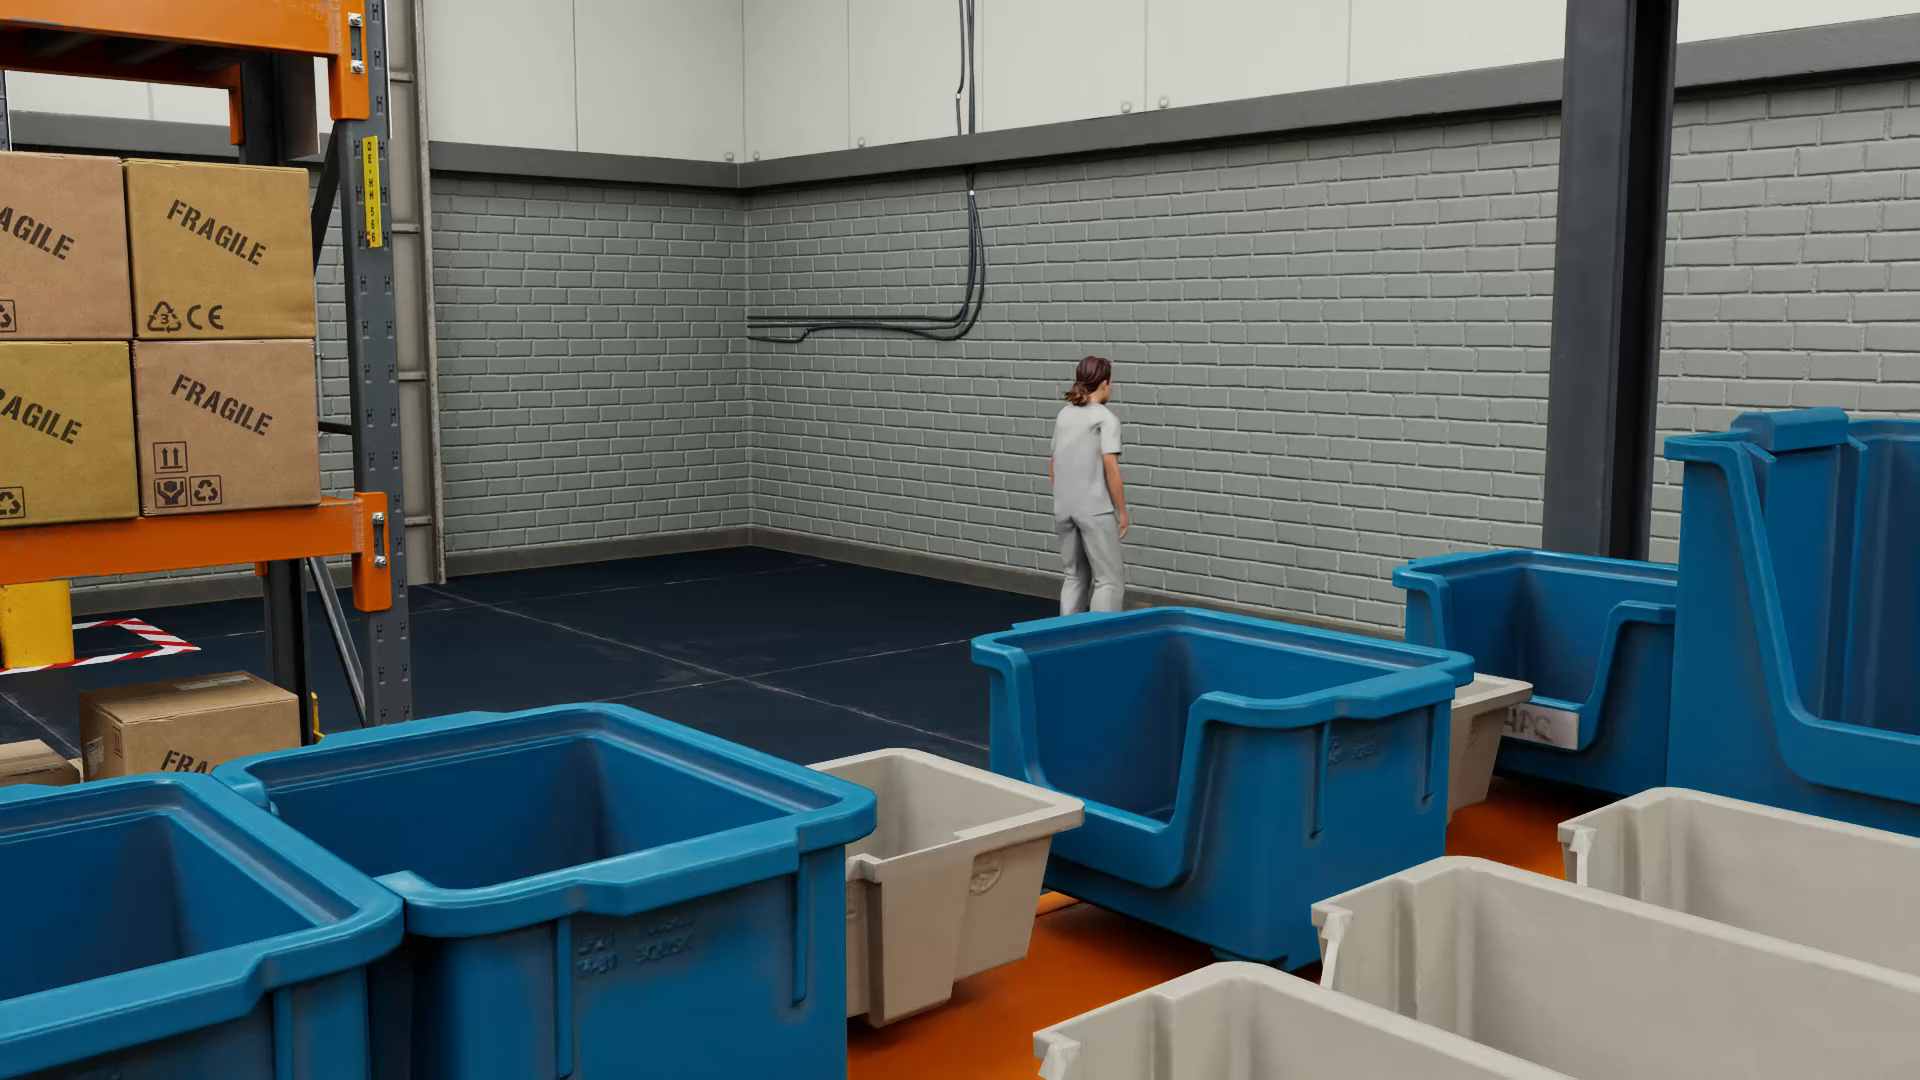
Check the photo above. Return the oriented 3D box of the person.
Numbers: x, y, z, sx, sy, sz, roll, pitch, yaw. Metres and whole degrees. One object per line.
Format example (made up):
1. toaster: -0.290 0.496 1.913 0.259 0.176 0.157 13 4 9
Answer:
1. person: 0.687 -0.130 8.784 0.361 1.672 0.491 -7 10 -43
